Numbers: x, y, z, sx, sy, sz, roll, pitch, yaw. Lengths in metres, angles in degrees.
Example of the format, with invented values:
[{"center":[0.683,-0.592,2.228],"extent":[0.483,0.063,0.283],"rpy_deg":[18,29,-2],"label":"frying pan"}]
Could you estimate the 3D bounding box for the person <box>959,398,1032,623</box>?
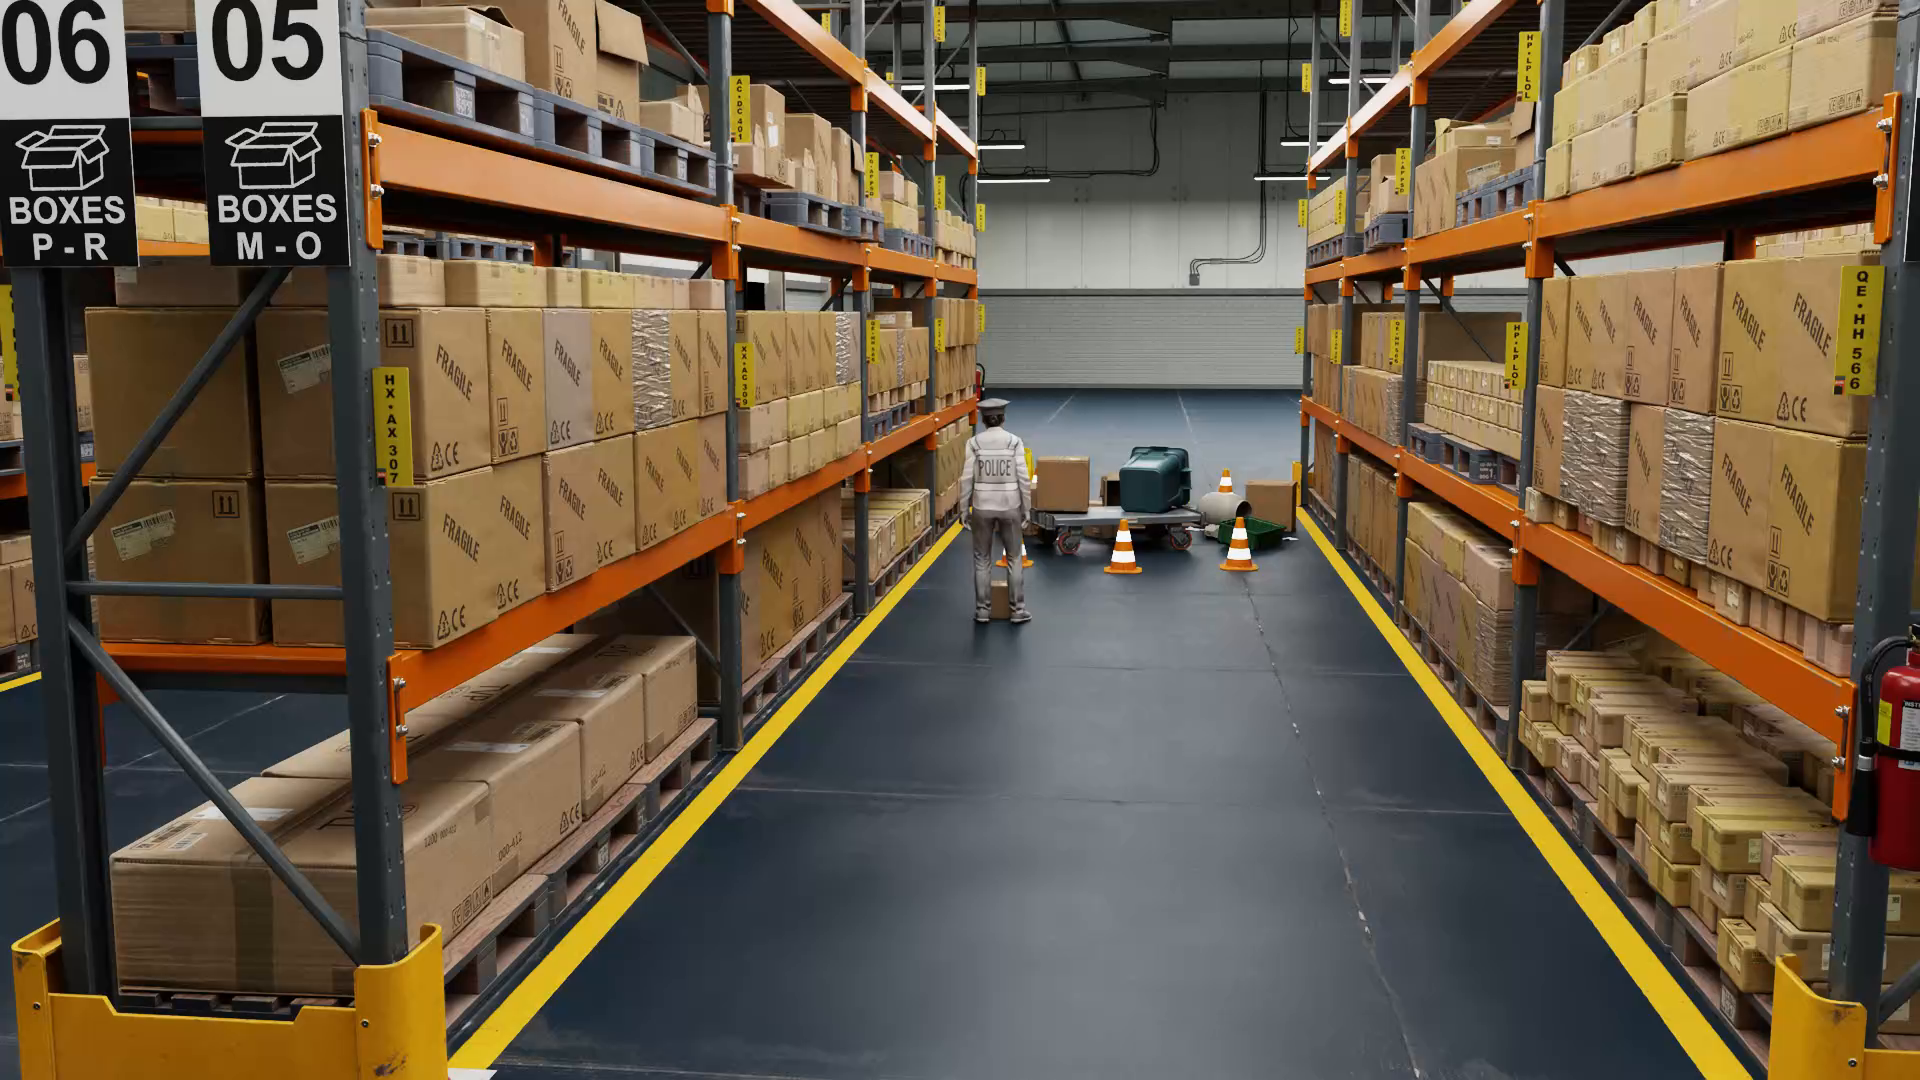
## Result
[{"center":[0.266,-0.213,12.364],"extent":[0.542,1.662,0.375],"rpy_deg":[0,8,3],"label":"person"}]
